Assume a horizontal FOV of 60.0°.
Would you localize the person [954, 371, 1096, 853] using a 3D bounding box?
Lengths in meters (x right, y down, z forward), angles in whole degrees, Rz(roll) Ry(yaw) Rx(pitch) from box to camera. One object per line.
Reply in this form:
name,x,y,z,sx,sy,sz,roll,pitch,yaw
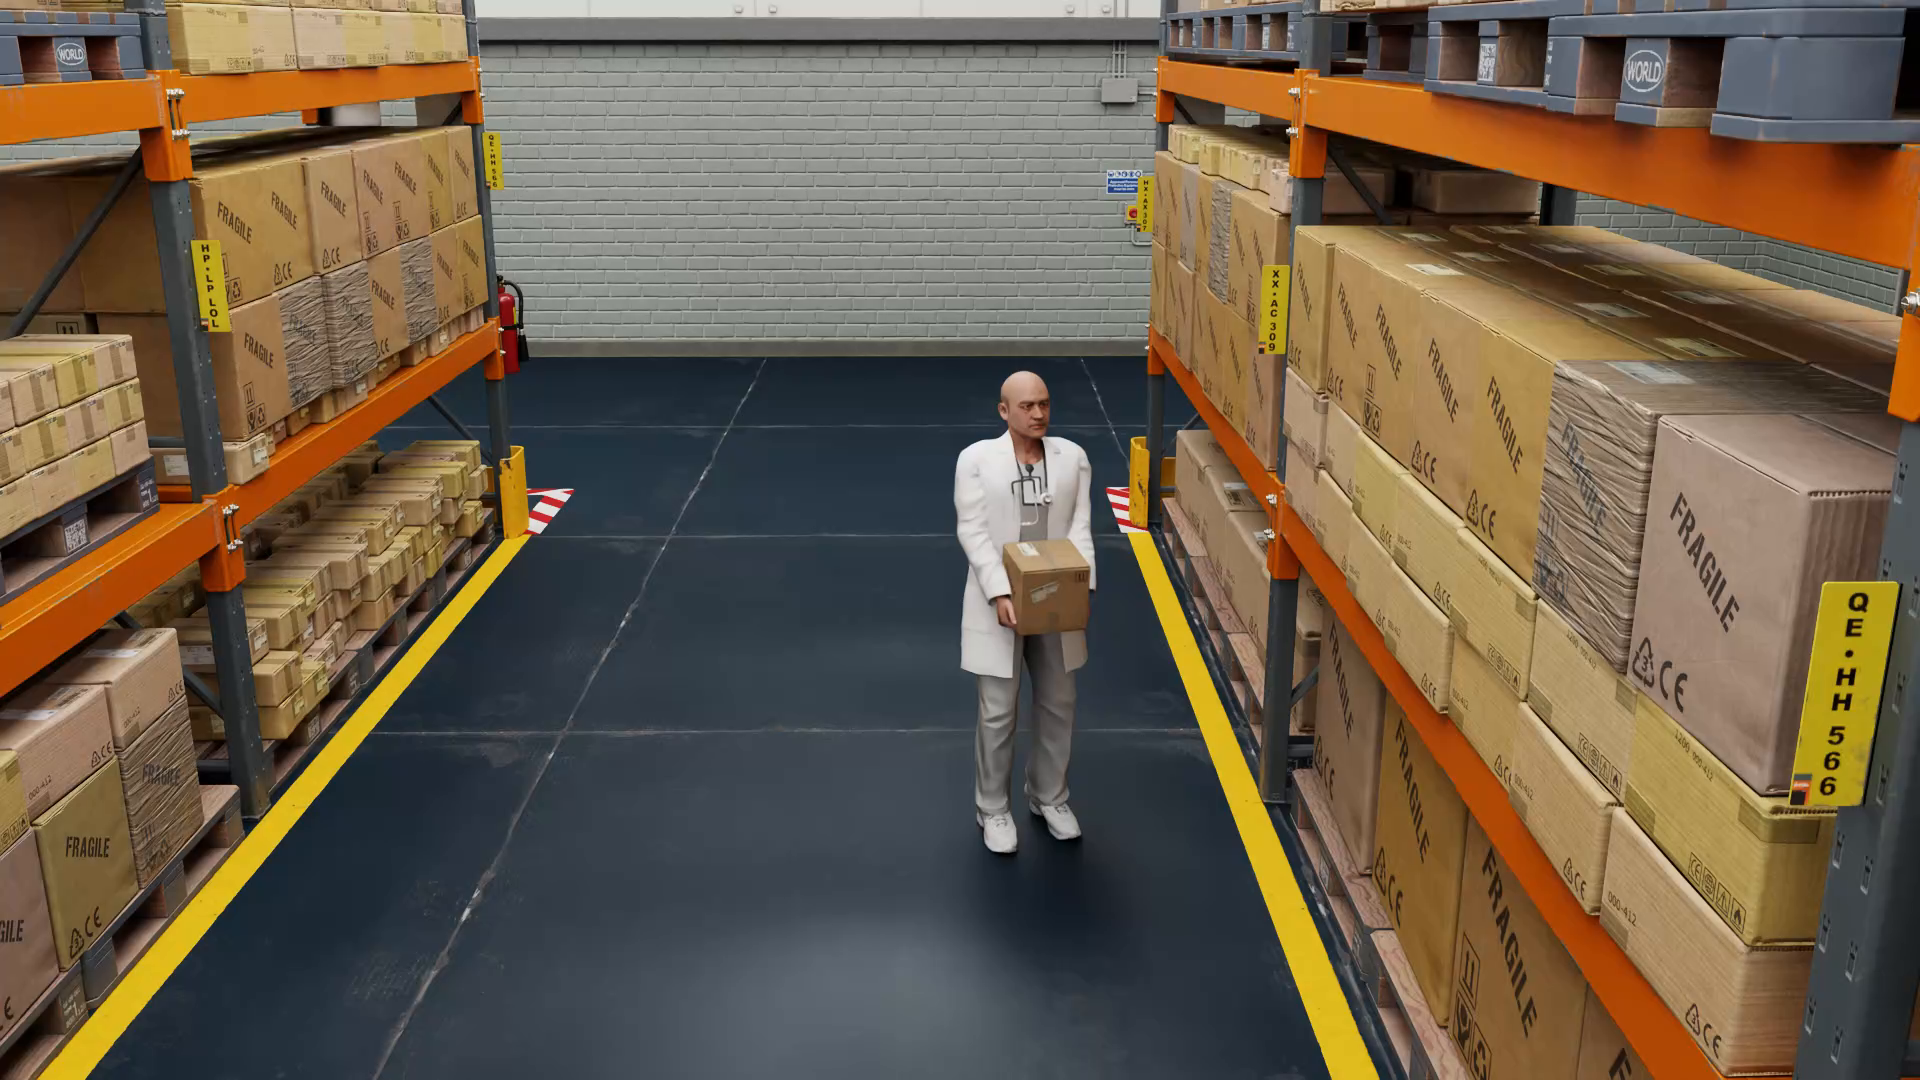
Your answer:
person,0.265,0.284,6.140,0.527,1.776,0.545,-4,17,-14
